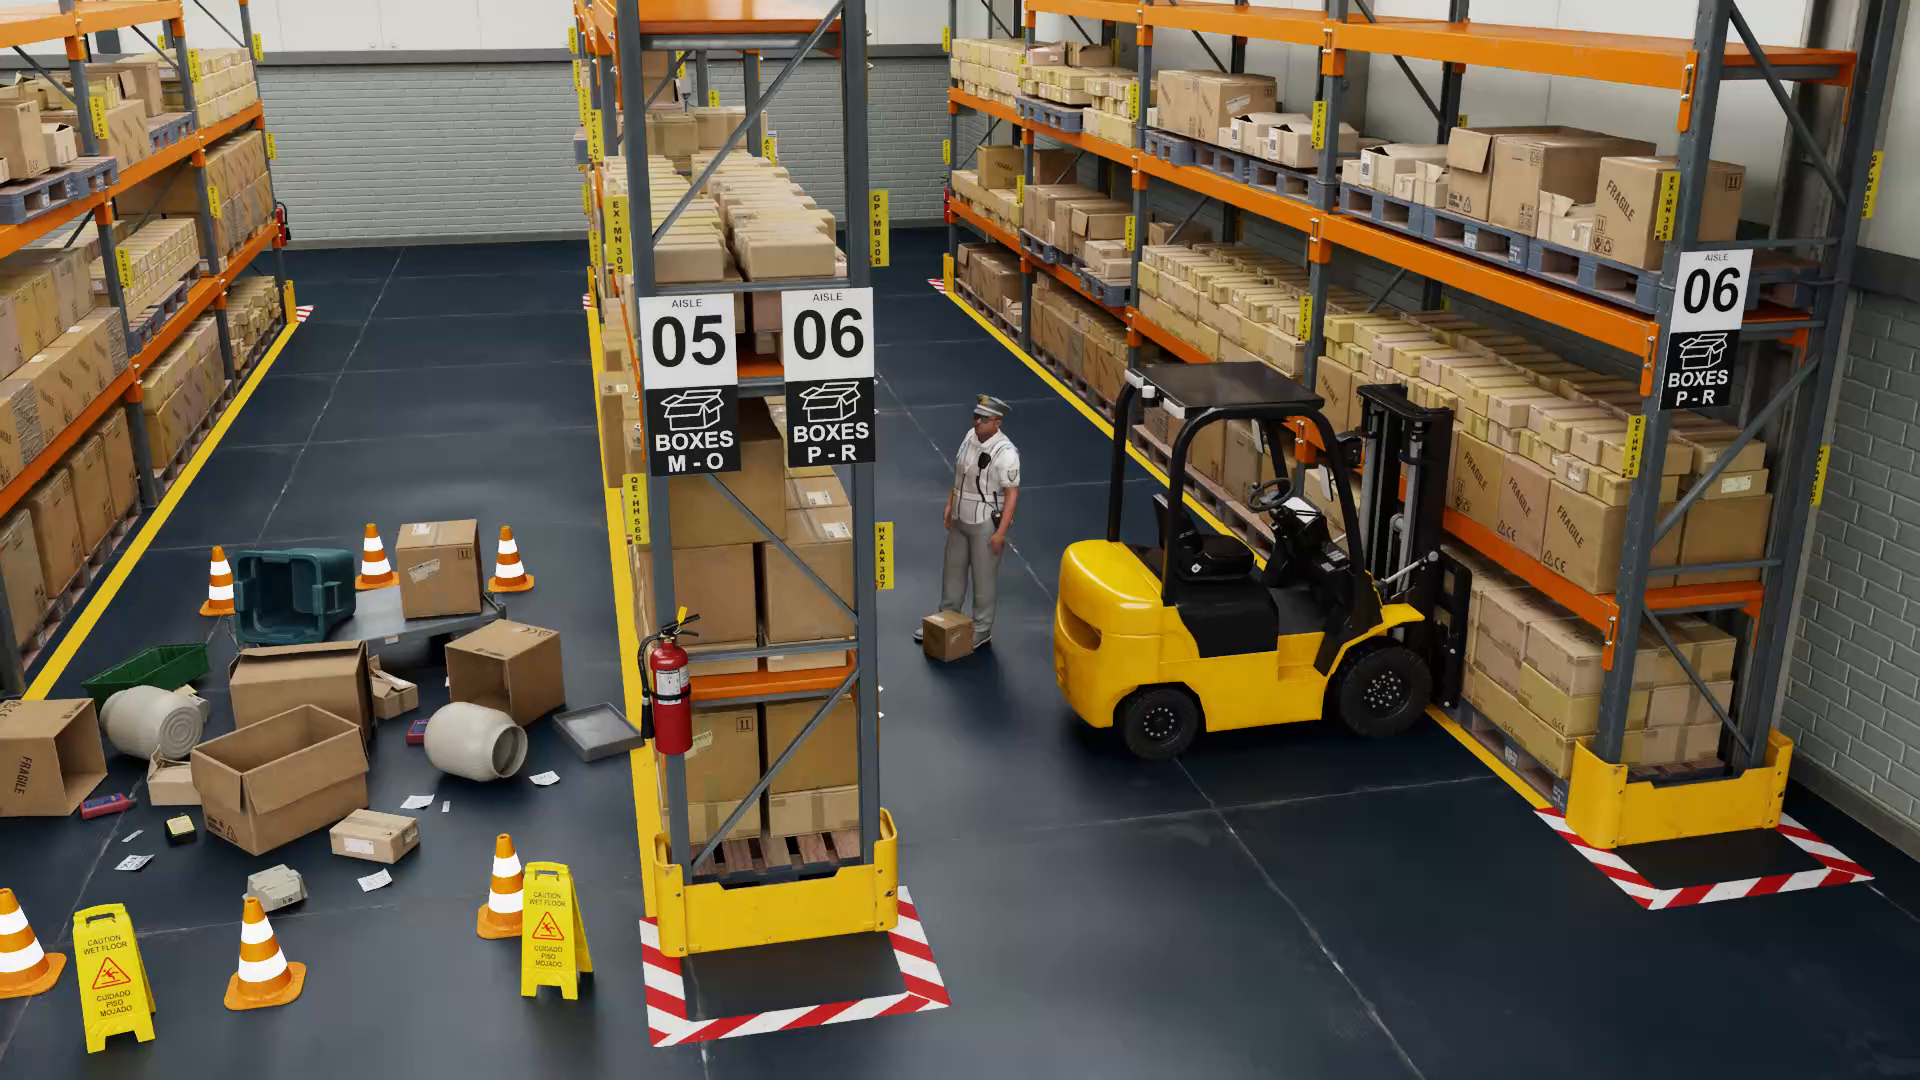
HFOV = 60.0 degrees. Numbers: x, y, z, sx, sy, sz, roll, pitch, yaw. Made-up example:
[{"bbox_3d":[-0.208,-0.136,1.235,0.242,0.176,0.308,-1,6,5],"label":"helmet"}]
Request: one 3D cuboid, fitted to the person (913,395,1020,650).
[{"bbox_3d":[0.066,-0.124,11.336,0.574,1.781,0.641,-14,24,-35],"label":"person"}]
